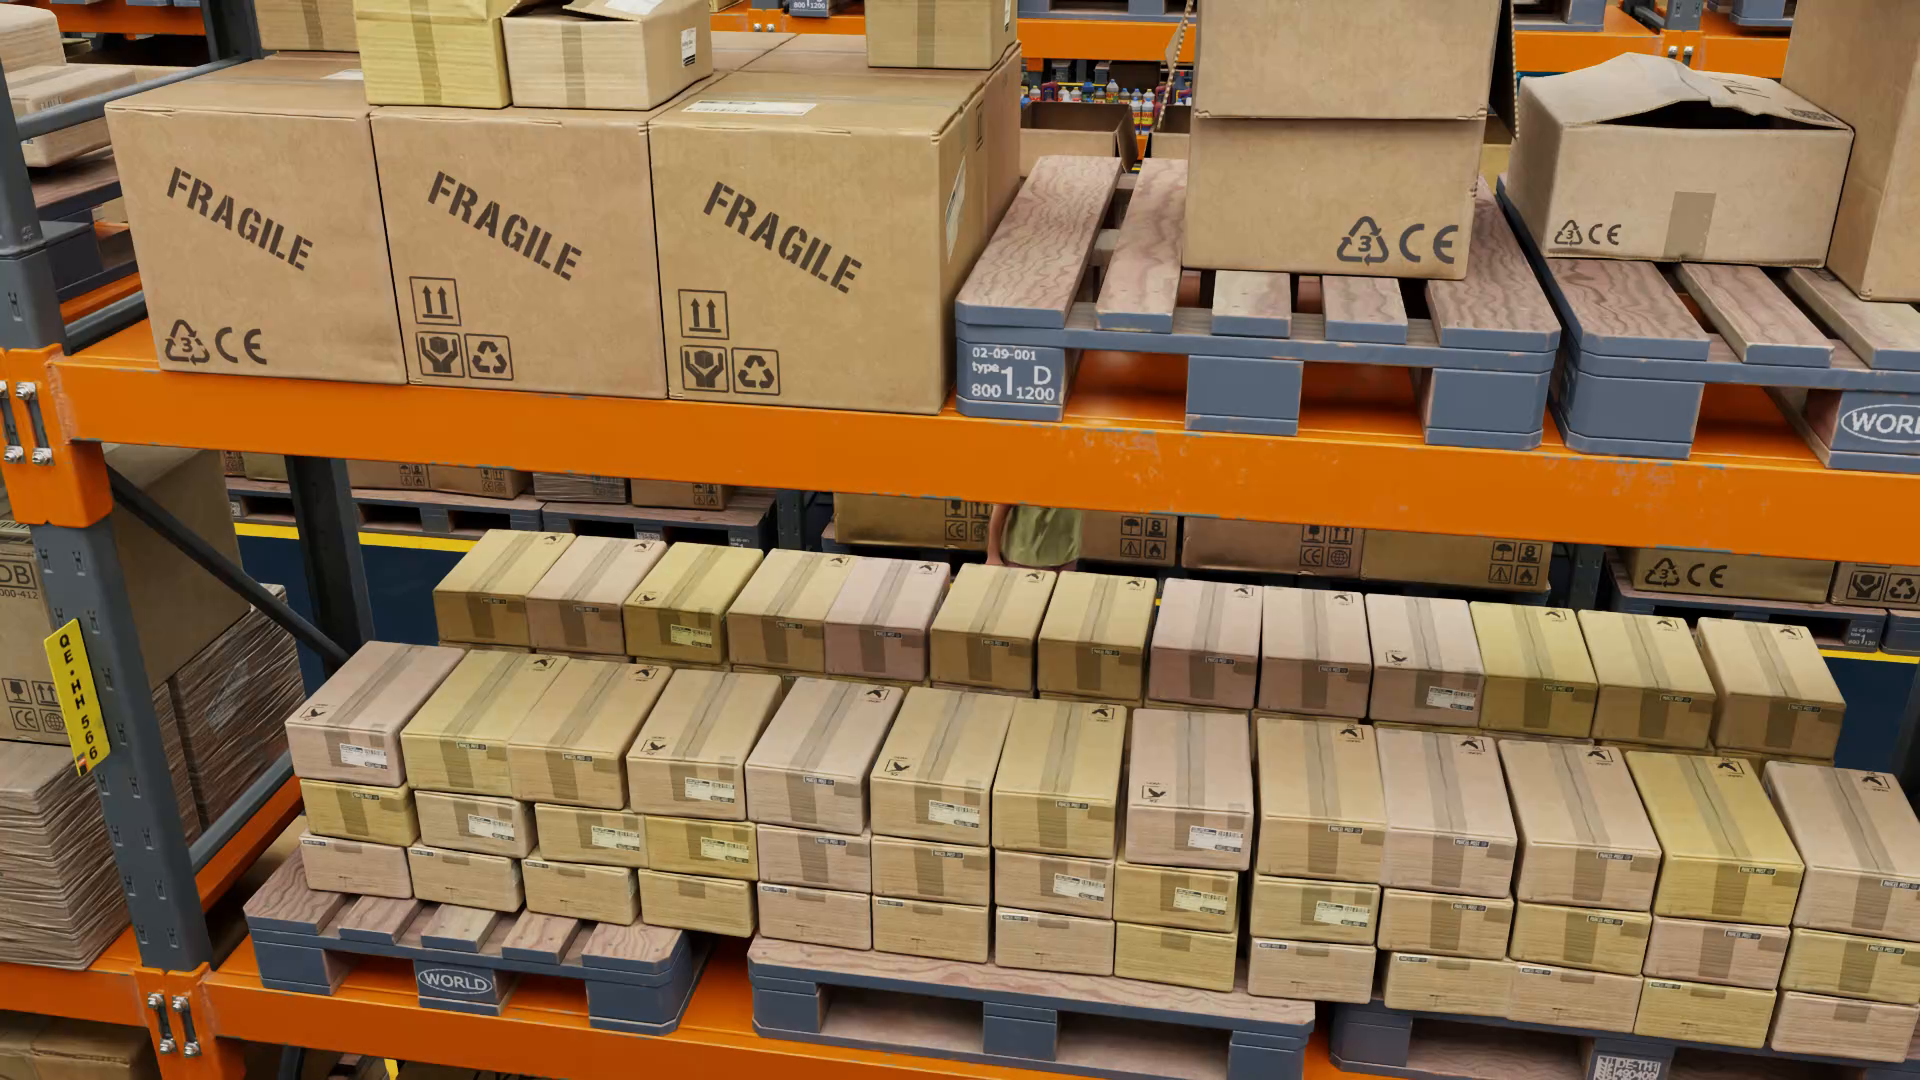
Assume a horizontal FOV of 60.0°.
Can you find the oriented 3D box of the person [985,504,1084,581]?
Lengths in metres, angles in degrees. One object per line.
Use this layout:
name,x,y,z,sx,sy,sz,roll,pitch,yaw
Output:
person,0.310,0.062,6.949,0.508,1.663,0.489,-20,31,-36
